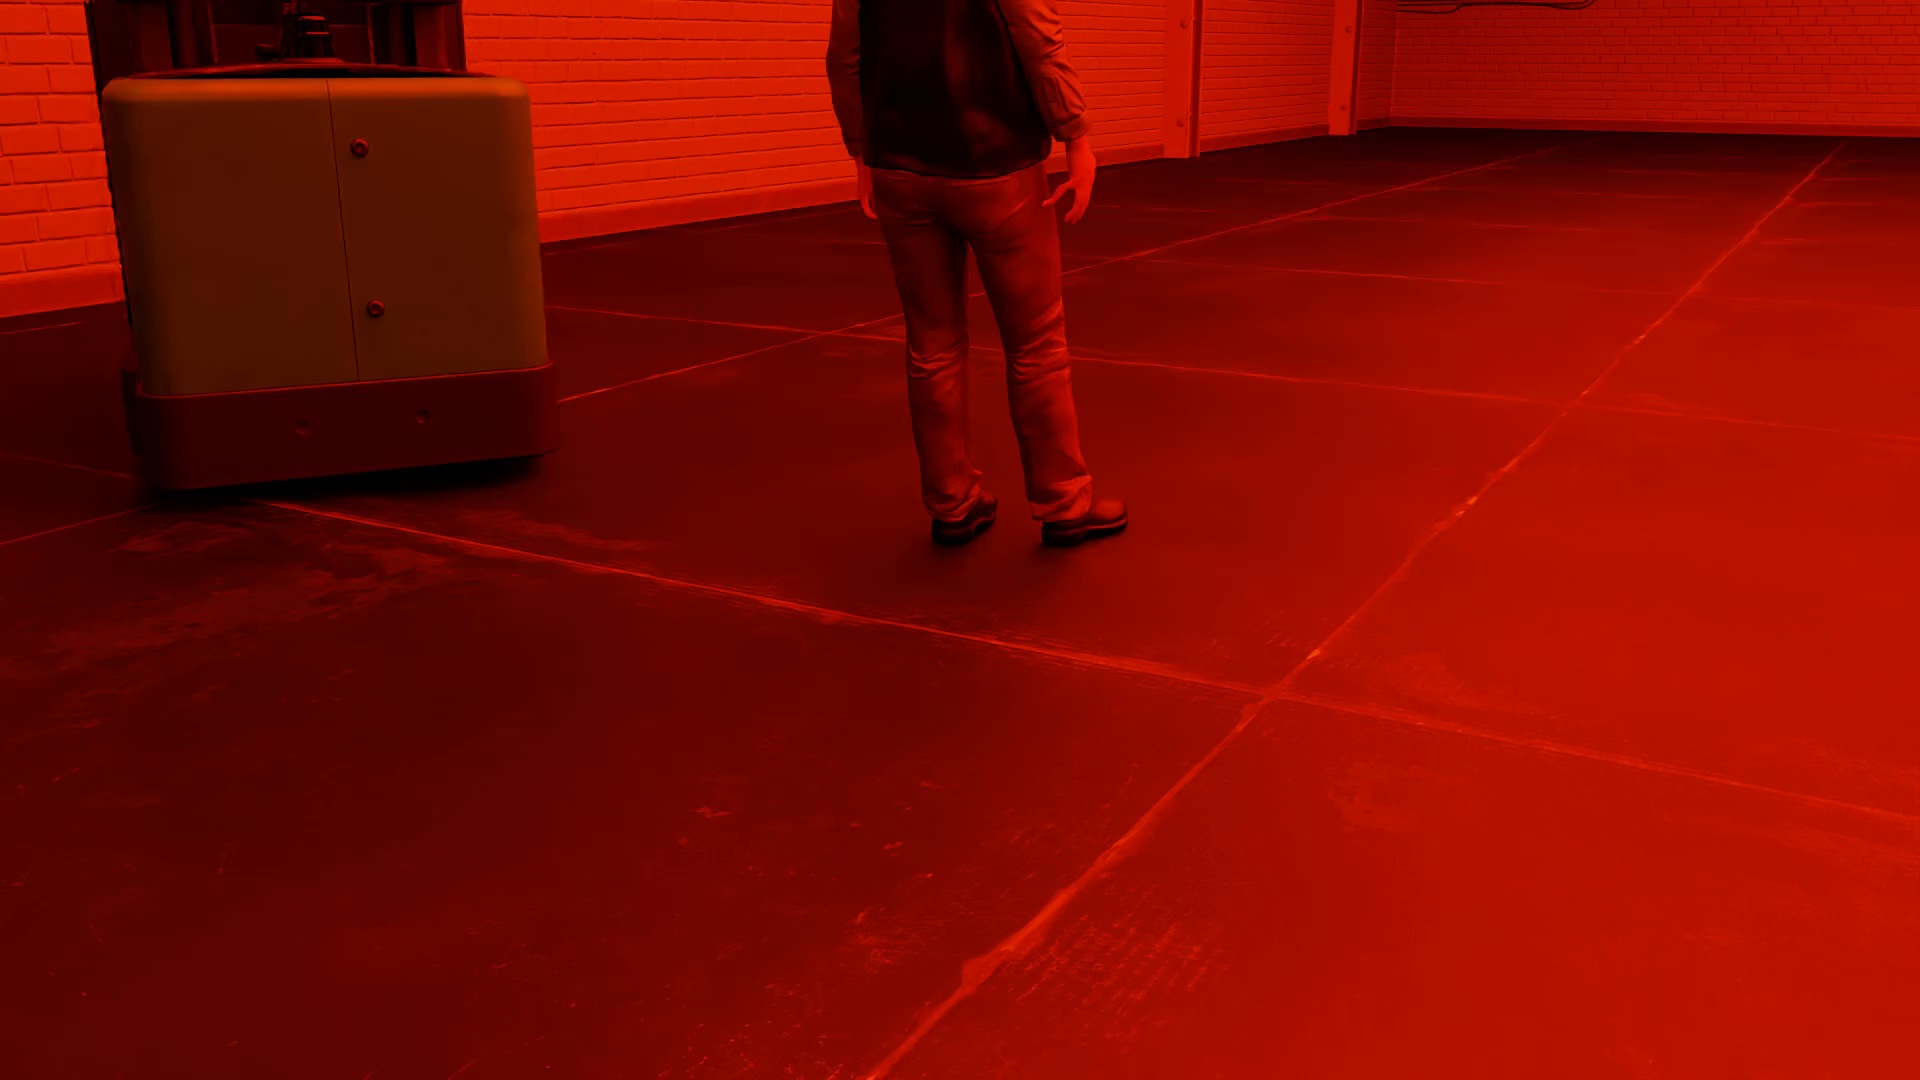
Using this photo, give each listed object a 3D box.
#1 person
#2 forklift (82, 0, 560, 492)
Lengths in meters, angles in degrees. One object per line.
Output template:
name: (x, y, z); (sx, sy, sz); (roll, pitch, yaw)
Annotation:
person: (0.038, -0.847, 3.843); (0.632, 1.720, 0.568); (9, 19, 28)
forklift: (-2.216, -1.903, 5.313); (1.130, 2.935, 3.031); (-8, 18, -24)
